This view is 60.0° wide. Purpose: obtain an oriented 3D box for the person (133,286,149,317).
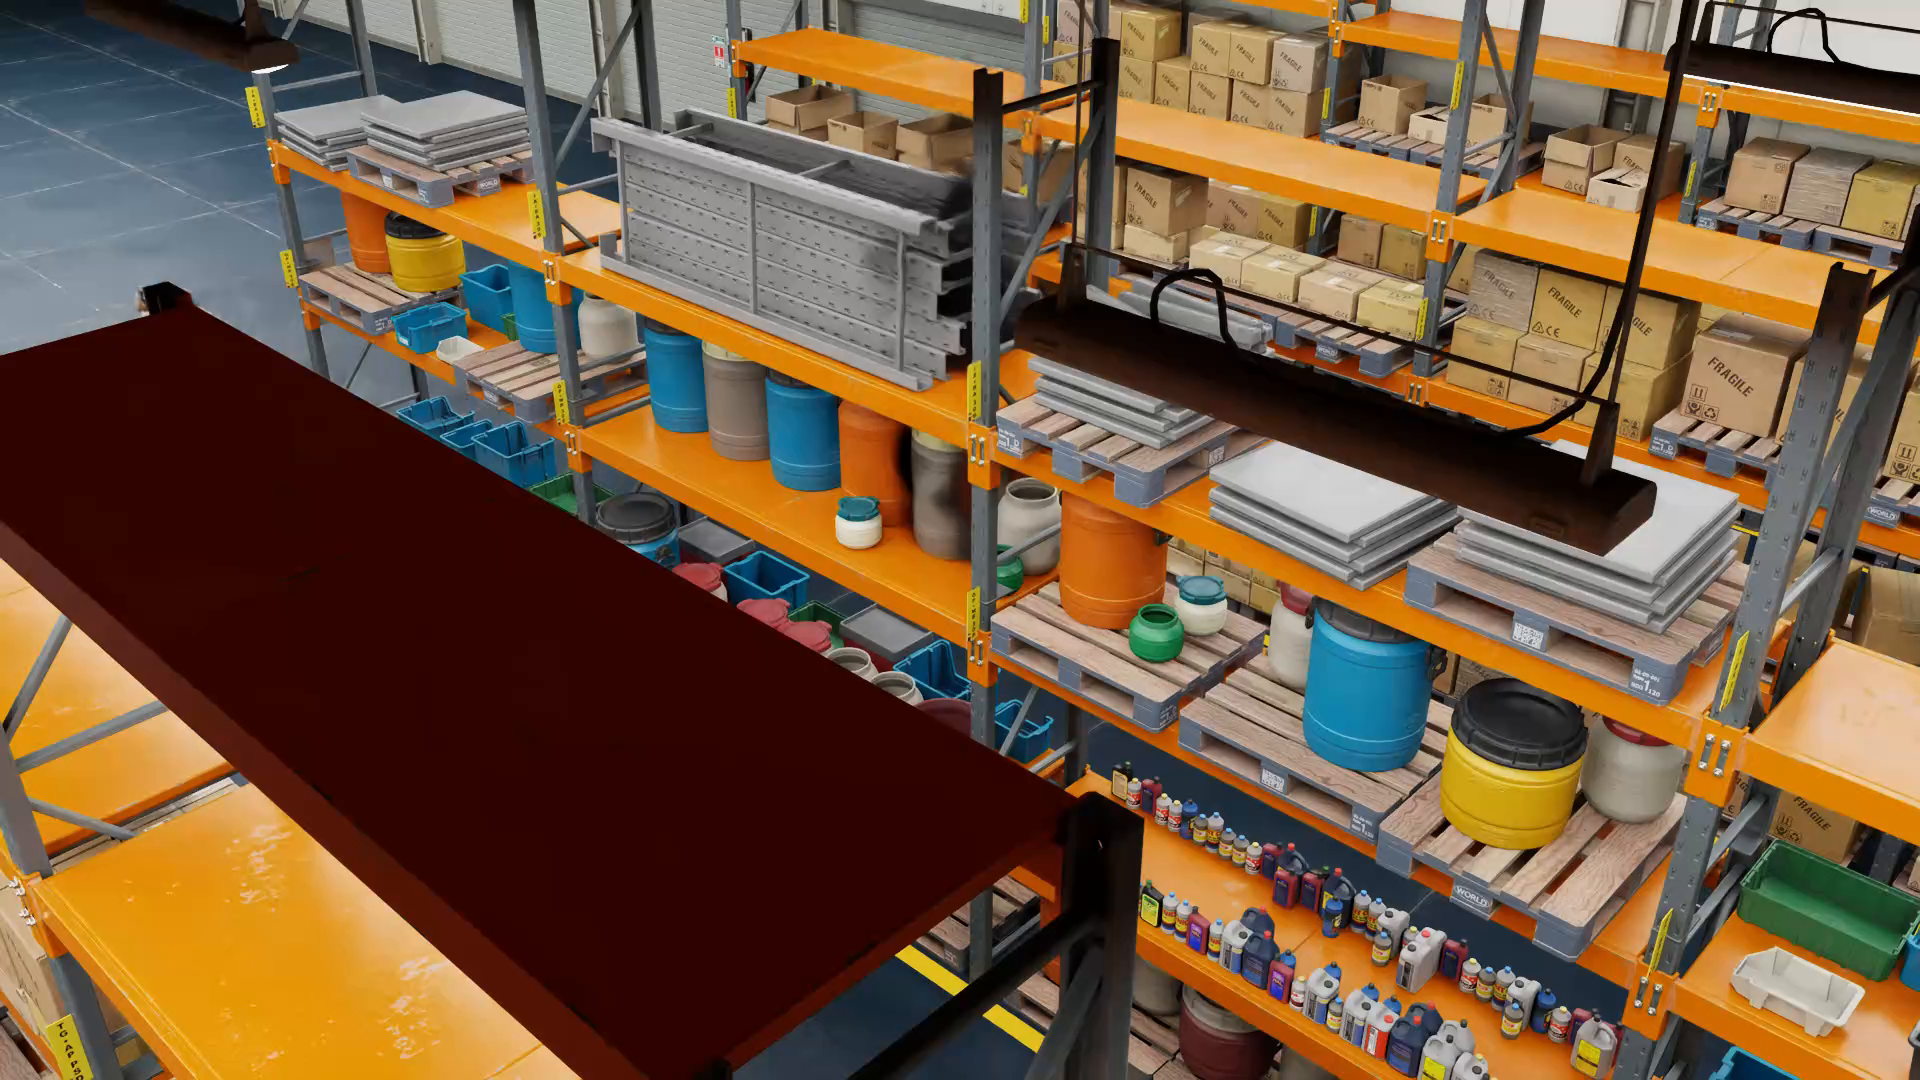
[{"bbox_3d":[-8.556,-1.932,17.950,0.775,1.742,0.596,-12,31,-20],"label":"person"}]
